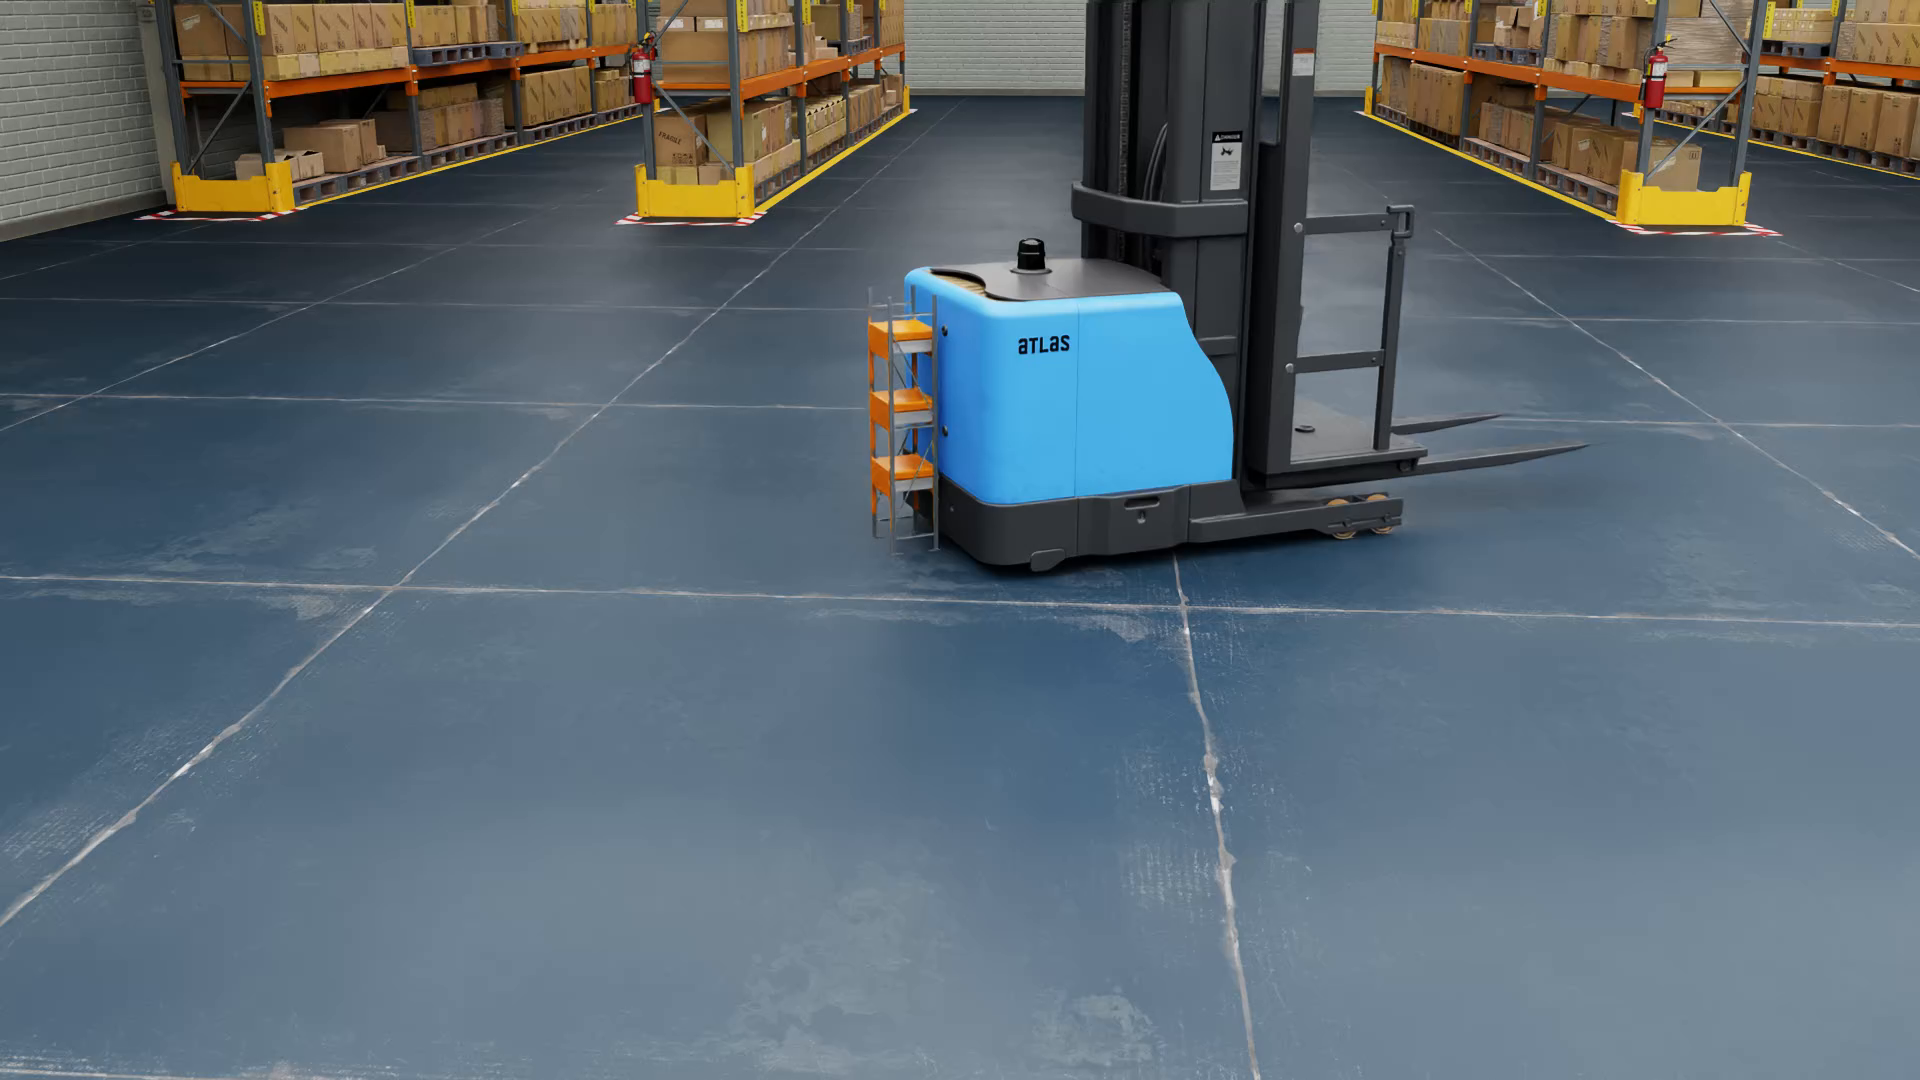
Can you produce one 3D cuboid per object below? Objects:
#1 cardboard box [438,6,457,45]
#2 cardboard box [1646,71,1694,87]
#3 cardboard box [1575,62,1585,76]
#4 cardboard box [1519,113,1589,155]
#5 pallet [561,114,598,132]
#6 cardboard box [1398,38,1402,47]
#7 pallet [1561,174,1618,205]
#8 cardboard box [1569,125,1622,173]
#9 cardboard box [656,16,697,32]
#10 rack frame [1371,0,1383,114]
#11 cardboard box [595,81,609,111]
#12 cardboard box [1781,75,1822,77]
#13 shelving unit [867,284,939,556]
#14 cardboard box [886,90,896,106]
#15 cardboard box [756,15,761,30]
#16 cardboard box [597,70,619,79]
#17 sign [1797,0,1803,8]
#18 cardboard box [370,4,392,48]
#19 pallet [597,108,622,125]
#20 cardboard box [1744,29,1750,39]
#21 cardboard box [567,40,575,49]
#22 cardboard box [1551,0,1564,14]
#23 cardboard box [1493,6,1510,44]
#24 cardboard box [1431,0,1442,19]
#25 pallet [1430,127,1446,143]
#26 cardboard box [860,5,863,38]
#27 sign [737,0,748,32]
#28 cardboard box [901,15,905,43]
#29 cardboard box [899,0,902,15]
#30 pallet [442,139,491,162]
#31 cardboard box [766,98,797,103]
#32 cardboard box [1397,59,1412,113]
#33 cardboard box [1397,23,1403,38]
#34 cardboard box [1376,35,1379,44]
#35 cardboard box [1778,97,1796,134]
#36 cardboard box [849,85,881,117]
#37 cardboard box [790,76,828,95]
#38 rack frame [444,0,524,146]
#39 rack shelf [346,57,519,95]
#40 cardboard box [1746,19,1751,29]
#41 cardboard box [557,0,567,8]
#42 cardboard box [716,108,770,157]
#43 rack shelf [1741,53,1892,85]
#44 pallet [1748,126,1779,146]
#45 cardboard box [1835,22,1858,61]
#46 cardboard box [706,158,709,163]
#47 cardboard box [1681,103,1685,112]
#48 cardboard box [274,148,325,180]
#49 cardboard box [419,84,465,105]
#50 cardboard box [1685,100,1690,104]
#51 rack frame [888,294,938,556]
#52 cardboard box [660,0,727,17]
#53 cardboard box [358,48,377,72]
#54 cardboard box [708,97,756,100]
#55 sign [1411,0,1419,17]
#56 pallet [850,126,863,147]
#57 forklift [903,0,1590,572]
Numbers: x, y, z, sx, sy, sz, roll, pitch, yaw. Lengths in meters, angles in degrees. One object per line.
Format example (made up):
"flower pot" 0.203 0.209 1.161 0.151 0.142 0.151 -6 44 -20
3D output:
"cardboard box" -7.238 -6.931 22.390 0.700 0.500 0.500 4 19 11
"cardboard box" 6.978 -4.538 16.358 0.380 0.149 0.250 1 18 4
"cardboard box" 7.070 -5.238 18.496 0.380 0.149 0.250 1 18 4
"cardboard box" 7.569 -5.166 21.178 0.700 0.500 0.500 1 18 4
"pallet" -6.778 -7.056 28.119 1.003 0.211 1.213 1 18 4
"cardboard box" 7.792 -8.593 28.735 0.380 0.149 0.250 2 18 5
"pallet" 7.353 -3.892 18.462 1.003 0.211 1.213 1 18 4
"cardboard box" 7.348 -4.517 19.230 0.500 0.500 0.500 7 20 21
"cardboard box" -2.880 -5.265 16.972 0.380 0.149 0.250 1 18 3
"rack frame" 8.311 -9.533 31.200 1.000 3.000 0.127 1 18 4
"cardboard box" -6.642 -7.865 29.447 0.700 0.500 0.500 2 18 5
"cardboard box" 13.113 -7.121 25.973 0.500 0.250 0.500 2 18 7
"shelving unit" -0.228 -0.481 6.704 0.215 1.050 0.252 -7 19 -20
"cardboard box" -1.461 -8.189 30.808 0.500 0.250 0.500 1 18 4
"cardboard box" -2.384 -5.659 18.175 0.380 0.149 0.250 1 18 3
"cardboard box" -6.398 -8.437 30.153 0.380 0.149 0.250 1 18 2
"sign" 13.518 -8.688 26.761 0.100 0.325 0.005 1 18 4
"cardboard box" -7.127 -6.124 19.799 0.500 0.500 0.500 1 18 4
"pallet" -6.665 -7.532 29.571 1.003 0.211 1.213 1 18 4
"cardboard box" 12.422 -7.875 25.869 0.380 0.149 0.250 1 18 4
"cardboard box" -6.558 -8.160 27.380 0.380 0.149 0.250 1 18 4
"cardboard box" 7.165 -6.336 19.200 0.500 0.500 0.500 1 18 4
"cardboard box" 7.738 -7.127 23.022 0.500 0.500 0.500 -1 18 -3
"cardboard box" 7.986 -8.617 26.631 0.797 0.503 0.637 1 18 2
"pallet" 7.959 -6.345 25.947 1.003 0.211 1.213 1 18 4
"cardboard box" -1.922 -8.210 26.328 0.700 0.500 0.500 -3 18 -10
"sign" -2.164 -5.221 16.523 0.100 0.325 0.005 1 18 4
"cardboard box" -1.330 -9.658 31.420 0.500 0.500 0.500 2 18 6
"cardboard box" -1.363 -9.977 30.788 0.500 0.500 0.500 2 18 5
"pallet" -7.232 -5.435 23.170 1.003 0.211 1.213 1 18 4
"cardboard box" -2.503 -6.111 23.597 0.500 0.311 0.500 1 18 3
"cardboard box" 8.216 -7.964 29.148 0.875 0.875 0.875 1 18 4
"cardboard box" 7.865 -8.824 28.797 0.500 0.250 0.500 2 18 5
"cardboard box" 7.956 -9.311 30.925 0.380 0.149 0.250 1 18 5
"cardboard box" 12.505 -6.290 24.641 0.500 0.500 0.500 2 18 6
"cardboard box" -1.606 -7.375 27.921 0.500 0.500 0.500 1 18 4
"cardboard box" -2.311 -6.962 25.456 0.500 0.250 0.500 2 18 6
"rack frame" -7.085 -7.381 24.630 1.000 3.000 0.127 1 18 4
"rack shelf" -7.228 -6.418 22.846 1.077 0.370 4.000 1 18 4
"cardboard box" 12.424 -8.017 25.824 0.380 0.149 0.250 1 18 2
"cardboard box" -6.659 -8.710 26.812 0.500 0.250 0.500 2 18 5
"cardboard box" -2.400 -4.508 18.401 0.500 0.500 0.500 1 18 4
"rack shelf" 12.821 -7.186 25.192 1.077 0.370 4.000 1 18 4
"pallet" 12.825 -6.202 25.512 1.003 0.211 1.213 1 18 4
"cardboard box" 12.376 -6.821 22.761 0.500 0.500 0.500 1 18 5
"cardboard box" -2.949 -4.008 18.079 0.500 0.250 0.500 1 18 4
"cardboard box" 12.812 -7.524 28.972 0.380 0.149 0.250 2 18 5
"cardboard box" -7.478 -4.217 18.587 0.500 0.311 0.500 3 18 8
"cardboard box" -7.219 -6.198 23.124 0.500 0.250 0.500 1 18 4
"cardboard box" 12.832 -7.646 28.867 0.380 0.149 0.250 0 18 1
"rack frame" -0.184 -0.445 6.596 0.200 1.050 0.008 -7 19 -20
"cardboard box" -2.667 -5.612 16.988 0.700 0.500 0.500 1 18 4
"cardboard box" -7.168 -5.611 19.440 0.500 0.250 0.500 1 18 4
"cardboard box" -2.776 -5.141 20.332 0.500 0.500 0.500 1 18 4
"sign" 7.470 -8.752 27.298 0.100 0.325 0.005 1 18 4
"pallet" -2.052 -6.177 25.435 1.003 0.211 1.213 1 18 4
"forklift" 1.324 -1.540 6.915 3.031 2.935 1.130 -7 19 -20
